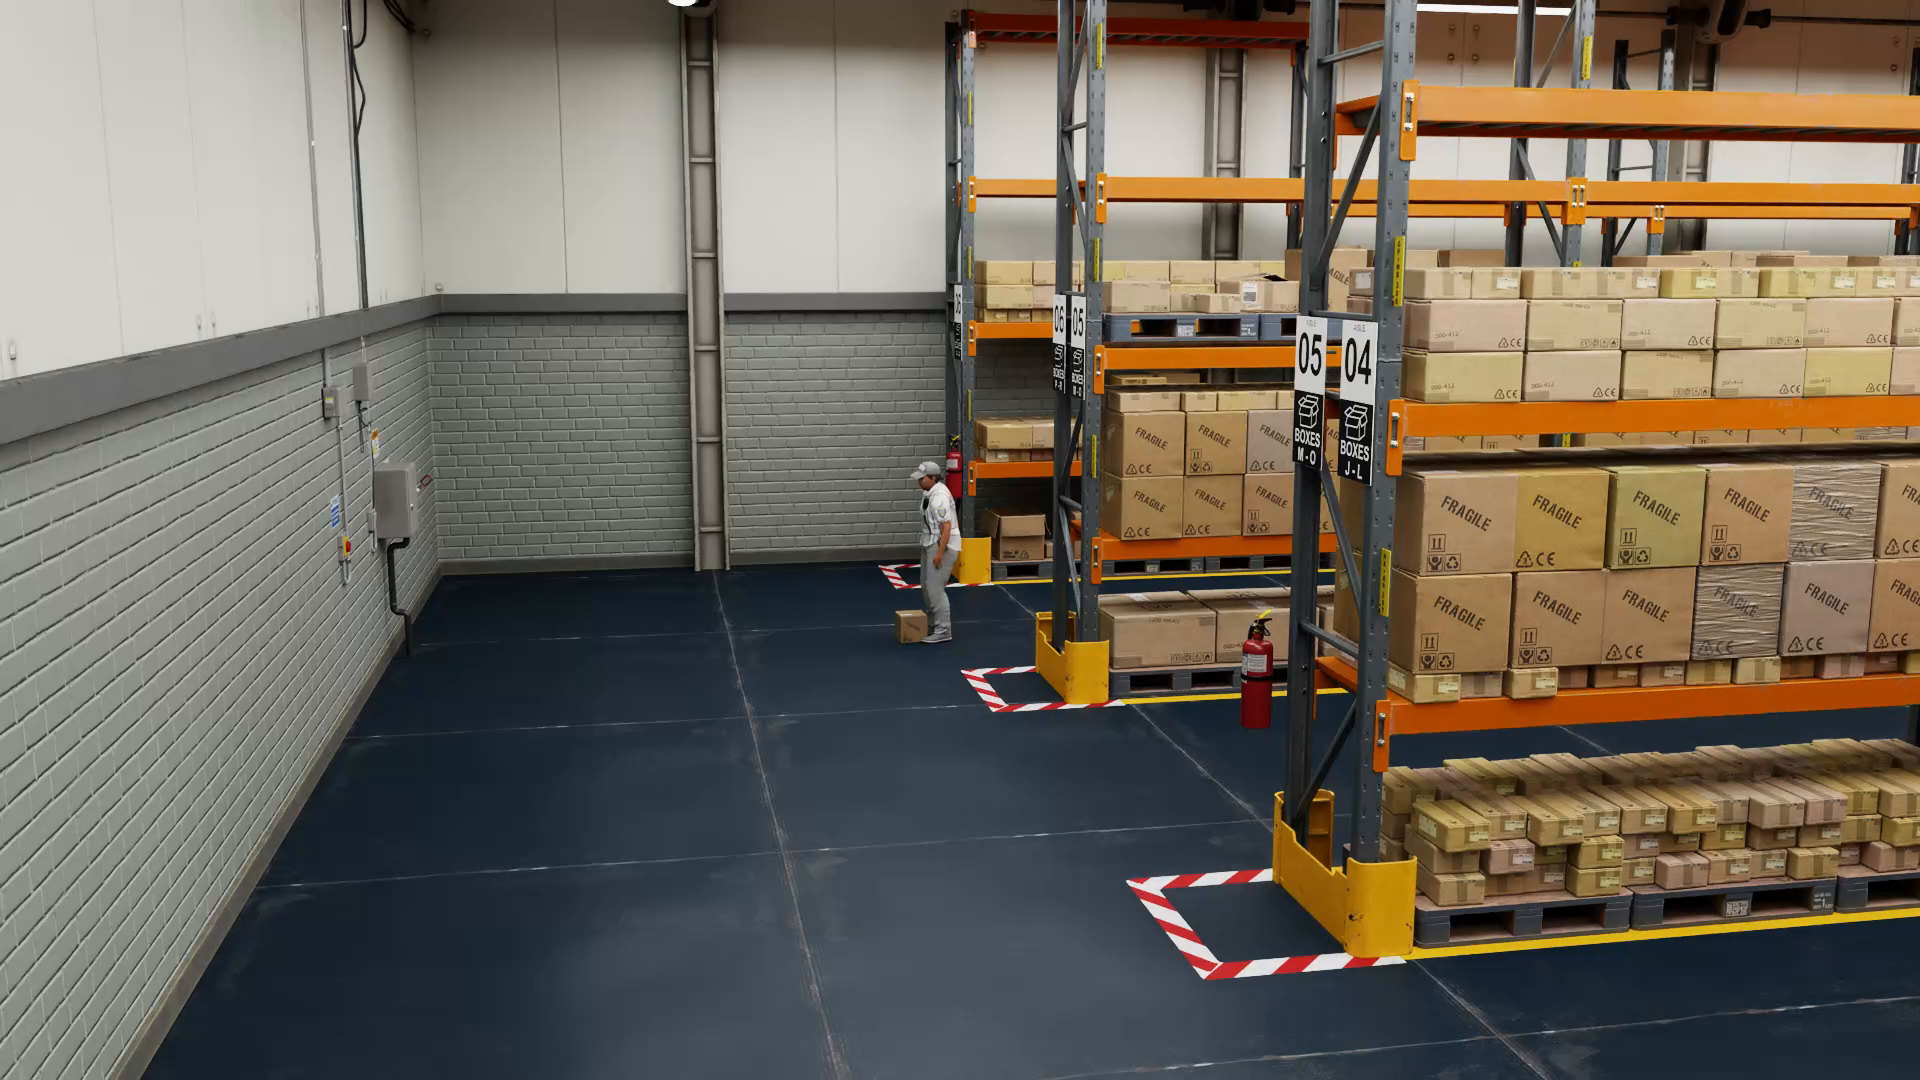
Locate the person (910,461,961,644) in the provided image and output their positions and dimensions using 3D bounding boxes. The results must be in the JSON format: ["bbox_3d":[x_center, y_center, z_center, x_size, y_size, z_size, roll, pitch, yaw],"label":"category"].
[{"bbox_3d":[-0.240,0.095,15.316,0.465,1.667,0.564,-2,10,-14],"label":"person"}]
